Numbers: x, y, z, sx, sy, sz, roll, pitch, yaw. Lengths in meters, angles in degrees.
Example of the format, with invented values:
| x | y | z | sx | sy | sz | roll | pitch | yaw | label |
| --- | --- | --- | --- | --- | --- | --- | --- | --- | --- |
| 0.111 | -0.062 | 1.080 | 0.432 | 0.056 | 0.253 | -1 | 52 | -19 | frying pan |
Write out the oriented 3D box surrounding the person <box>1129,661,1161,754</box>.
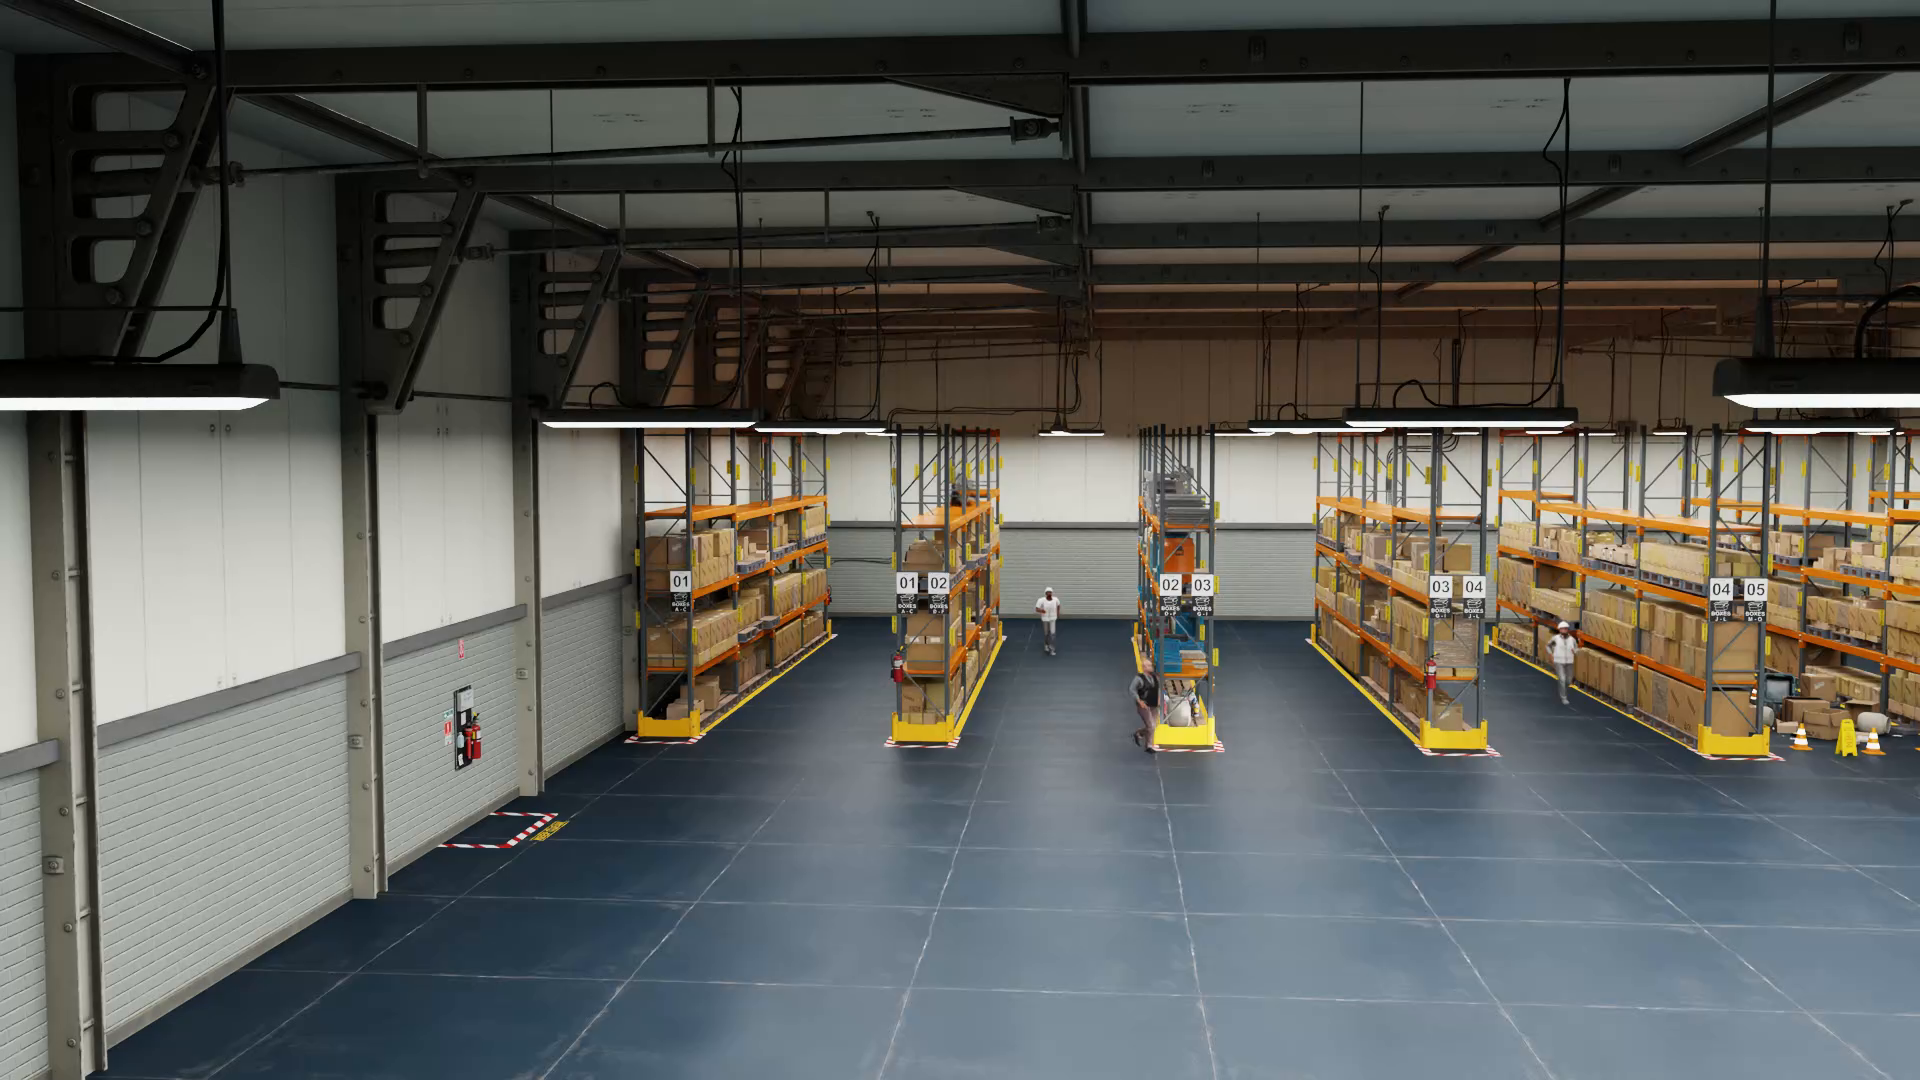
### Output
| x | y | z | sx | sy | sz | roll | pitch | yaw | label |
| --- | --- | --- | --- | --- | --- | --- | --- | --- | --- |
| 3.375 | 3.031 | 30.330 | 0.677 | 1.670 | 0.721 | -3 | 4 | -36 | person |

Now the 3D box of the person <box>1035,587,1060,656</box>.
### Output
| x | y | z | sx | sy | sz | roll | pitch | yaw | label |
| --- | --- | --- | --- | --- | --- | --- | --- | --- | --- |
| 2.338 | 2.153 | 44.219 | 0.677 | 1.815 | 0.797 | 0 | 3 | -1 | person |

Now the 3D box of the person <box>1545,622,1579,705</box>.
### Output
| x | y | z | sx | sy | sz | roll | pitch | yaw | label |
| --- | --- | --- | --- | --- | --- | --- | --- | --- | --- |
| 13.053 | 2.645 | 35.985 | 0.666 | 1.750 | 0.930 | 0 | 3 | 1 | person |

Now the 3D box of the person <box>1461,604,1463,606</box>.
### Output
| x | y | z | sx | sy | sz | roll | pitch | yaw | label |
| --- | --- | --- | --- | --- | --- | --- | --- | --- | --- |
| 13.352 | 2.261 | 43.665 | 0.598 | 1.618 | 0.552 | 0 | 3 | 7 | person |
